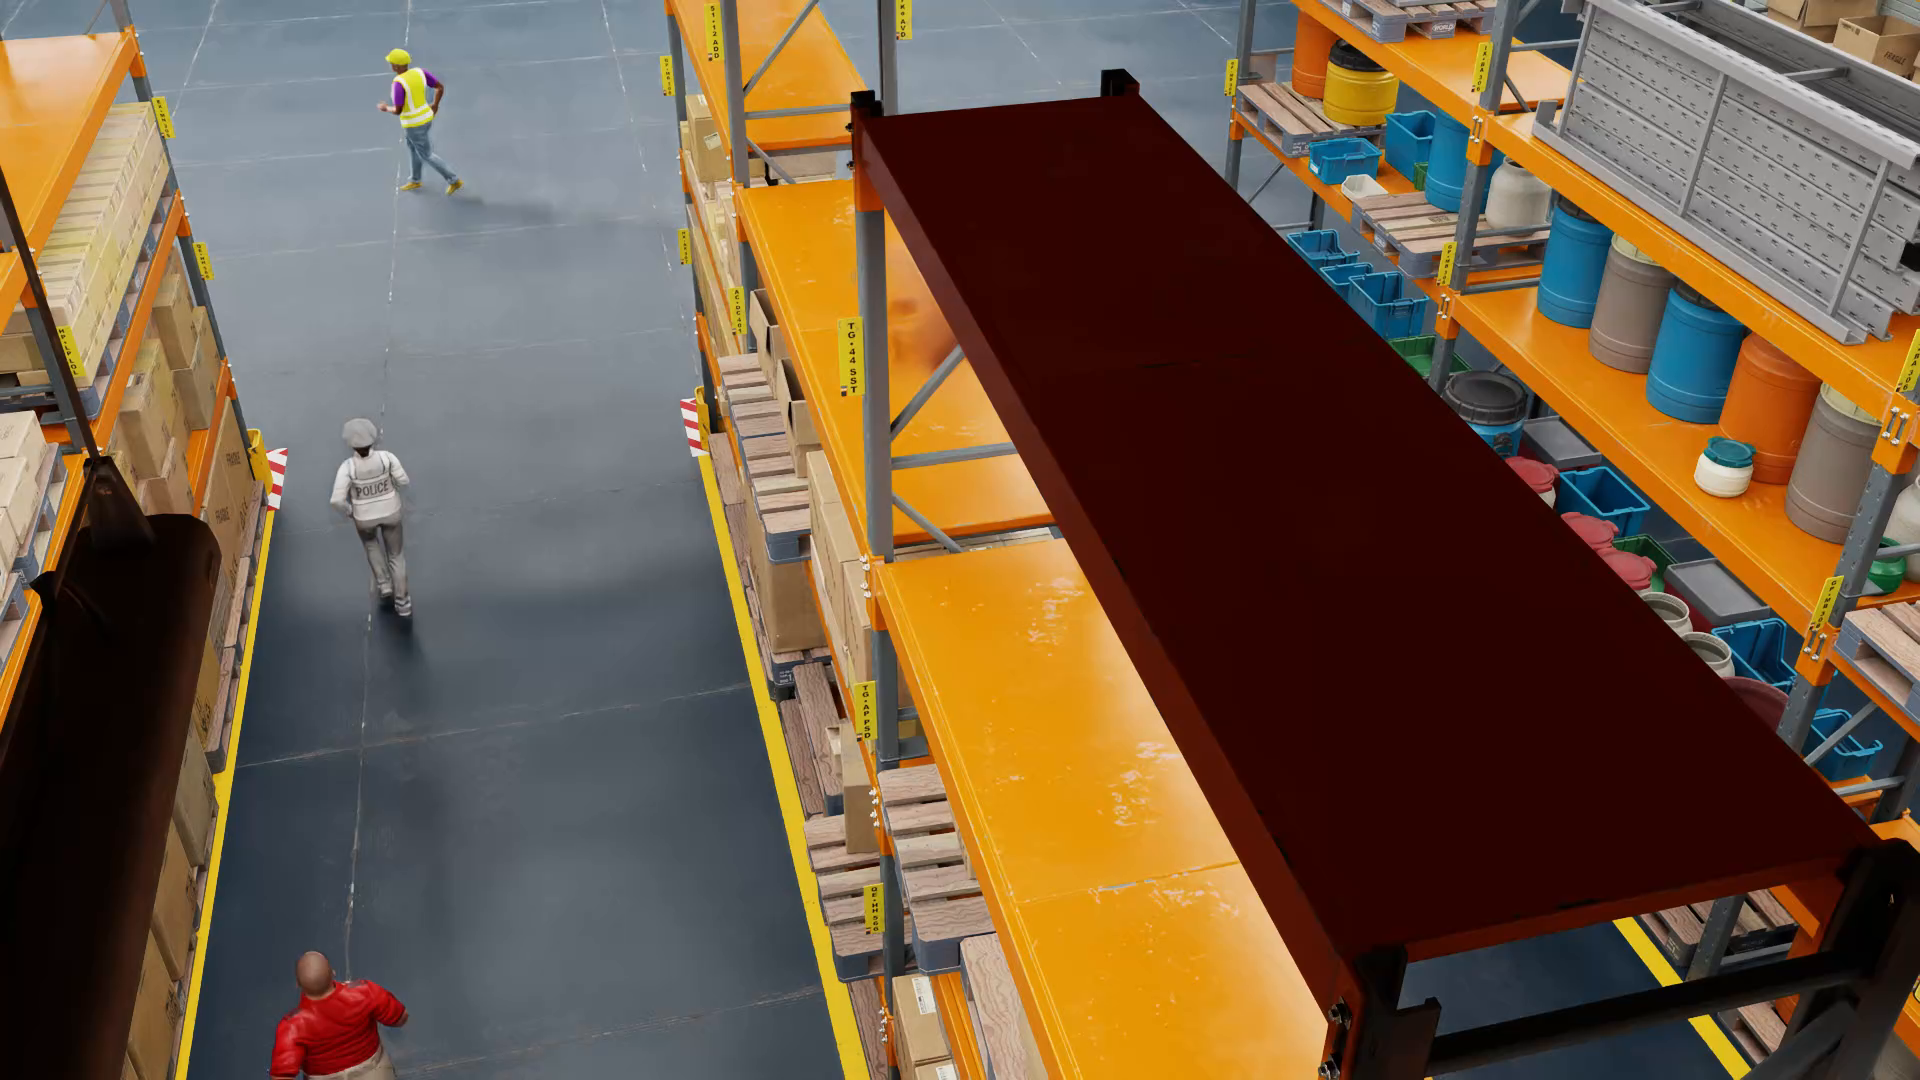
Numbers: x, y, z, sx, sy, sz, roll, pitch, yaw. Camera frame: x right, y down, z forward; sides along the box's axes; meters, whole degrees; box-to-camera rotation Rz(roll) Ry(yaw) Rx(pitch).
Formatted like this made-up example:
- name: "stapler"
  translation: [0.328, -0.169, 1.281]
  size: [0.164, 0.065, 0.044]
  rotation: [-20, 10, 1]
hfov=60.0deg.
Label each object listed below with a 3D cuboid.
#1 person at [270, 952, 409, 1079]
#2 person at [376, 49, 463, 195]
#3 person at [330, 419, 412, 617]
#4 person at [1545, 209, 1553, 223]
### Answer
- name: "person"
  translation: [-2.963, 2.689, 8.152]
  size: [0.646, 1.803, 0.783]
  rotation: [-14, 37, -19]
- name: "person"
  translation: [-6.406, -4.925, 19.724]
  size: [0.972, 1.780, 0.643]
  rotation: [9, 35, 13]
- name: "person"
  translation: [-4.513, -0.179, 12.863]
  size: [0.592, 1.728, 0.683]
  rotation: [-13, 36, -18]
- name: "person"
  translation: [6.259, -4.141, 18.534]
  size: [1.004, 1.770, 0.695]
  rotation: [4, 35, 6]
